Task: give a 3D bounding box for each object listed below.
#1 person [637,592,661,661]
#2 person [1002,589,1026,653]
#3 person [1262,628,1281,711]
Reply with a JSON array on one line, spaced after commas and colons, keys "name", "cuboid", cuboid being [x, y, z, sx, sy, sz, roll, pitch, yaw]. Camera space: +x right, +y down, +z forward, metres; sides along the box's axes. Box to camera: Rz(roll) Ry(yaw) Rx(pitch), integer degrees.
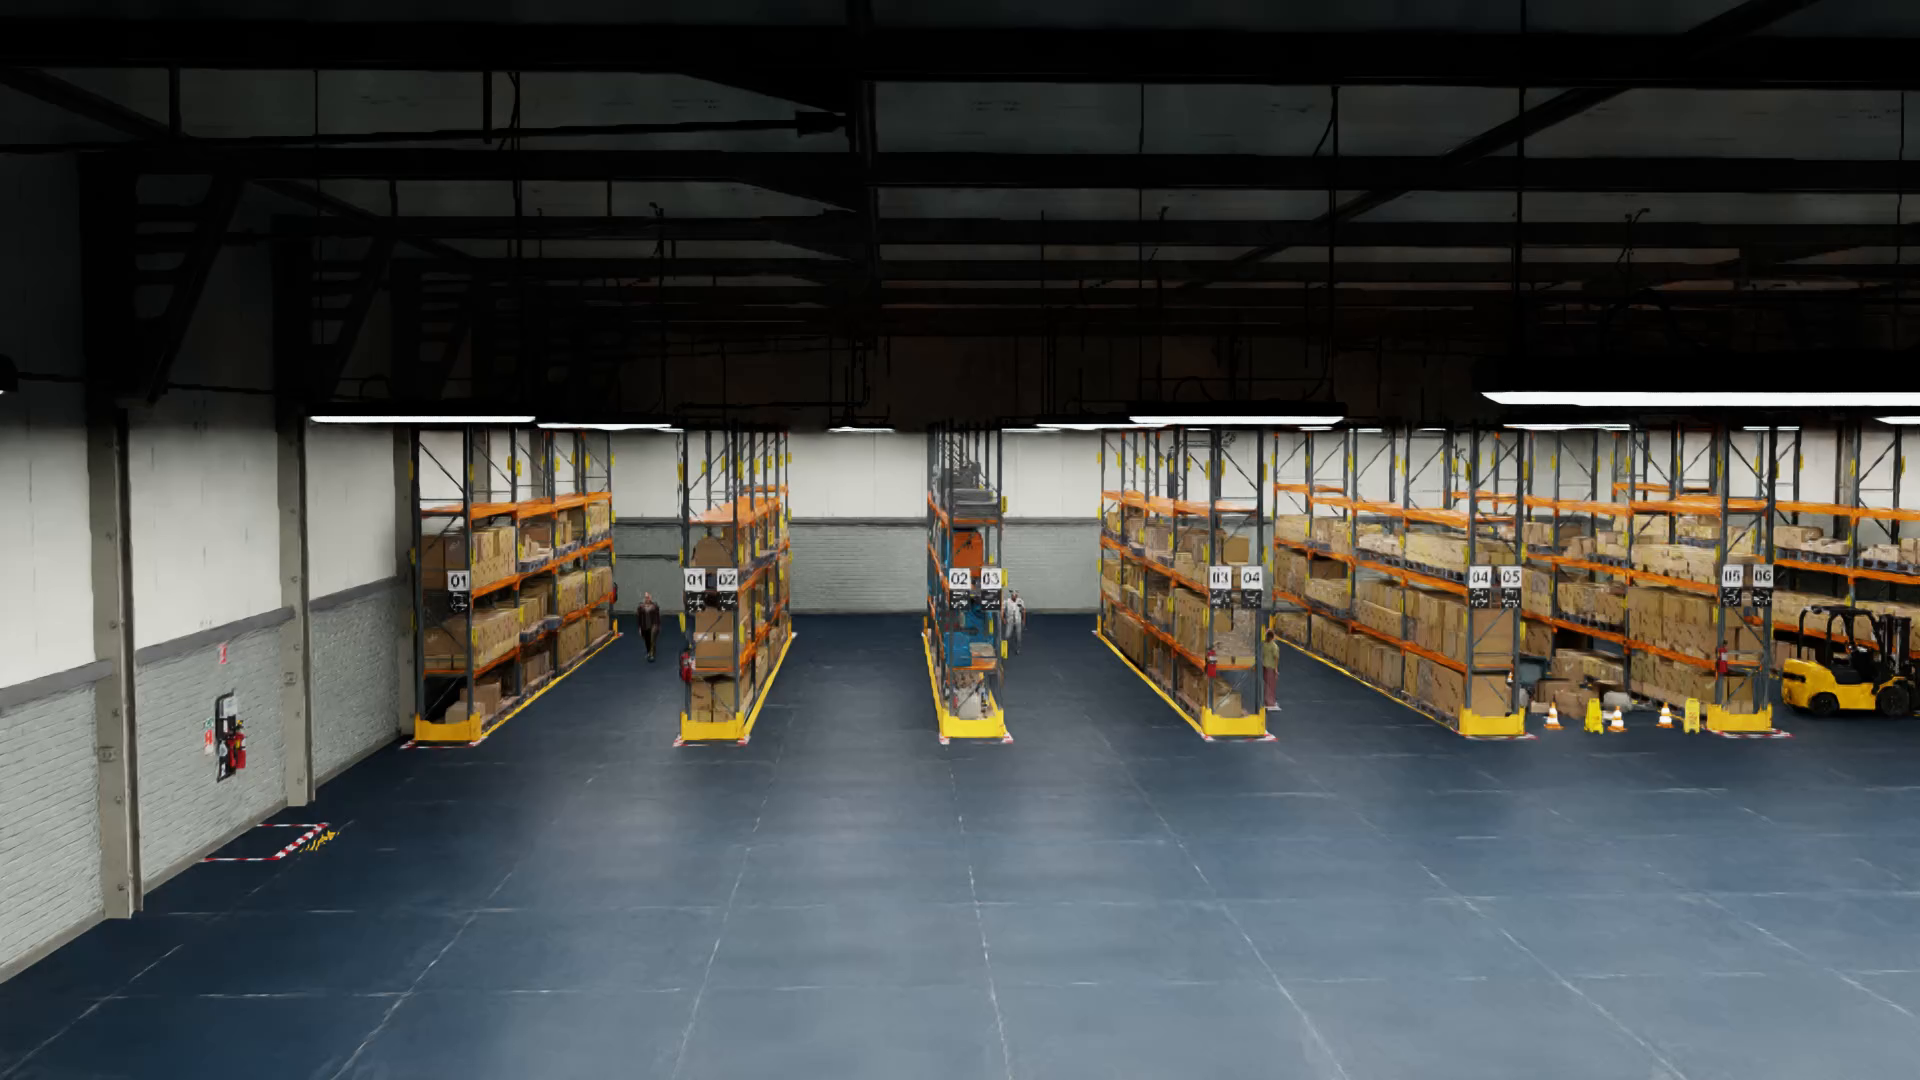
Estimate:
[{"name": "person", "cuboid": [-7.874, 2.165, 42.033, 0.598, 1.698, 1.193, 0, 4, 0]}, {"name": "person", "cuboid": [1.382, 2.105, 43.254, 0.682, 1.711, 0.542, 0, 4, -4]}, {"name": "person", "cuboid": [6.475, 2.663, 34.425, 0.457, 1.675, 0.532, -2, 4, -27]}]
